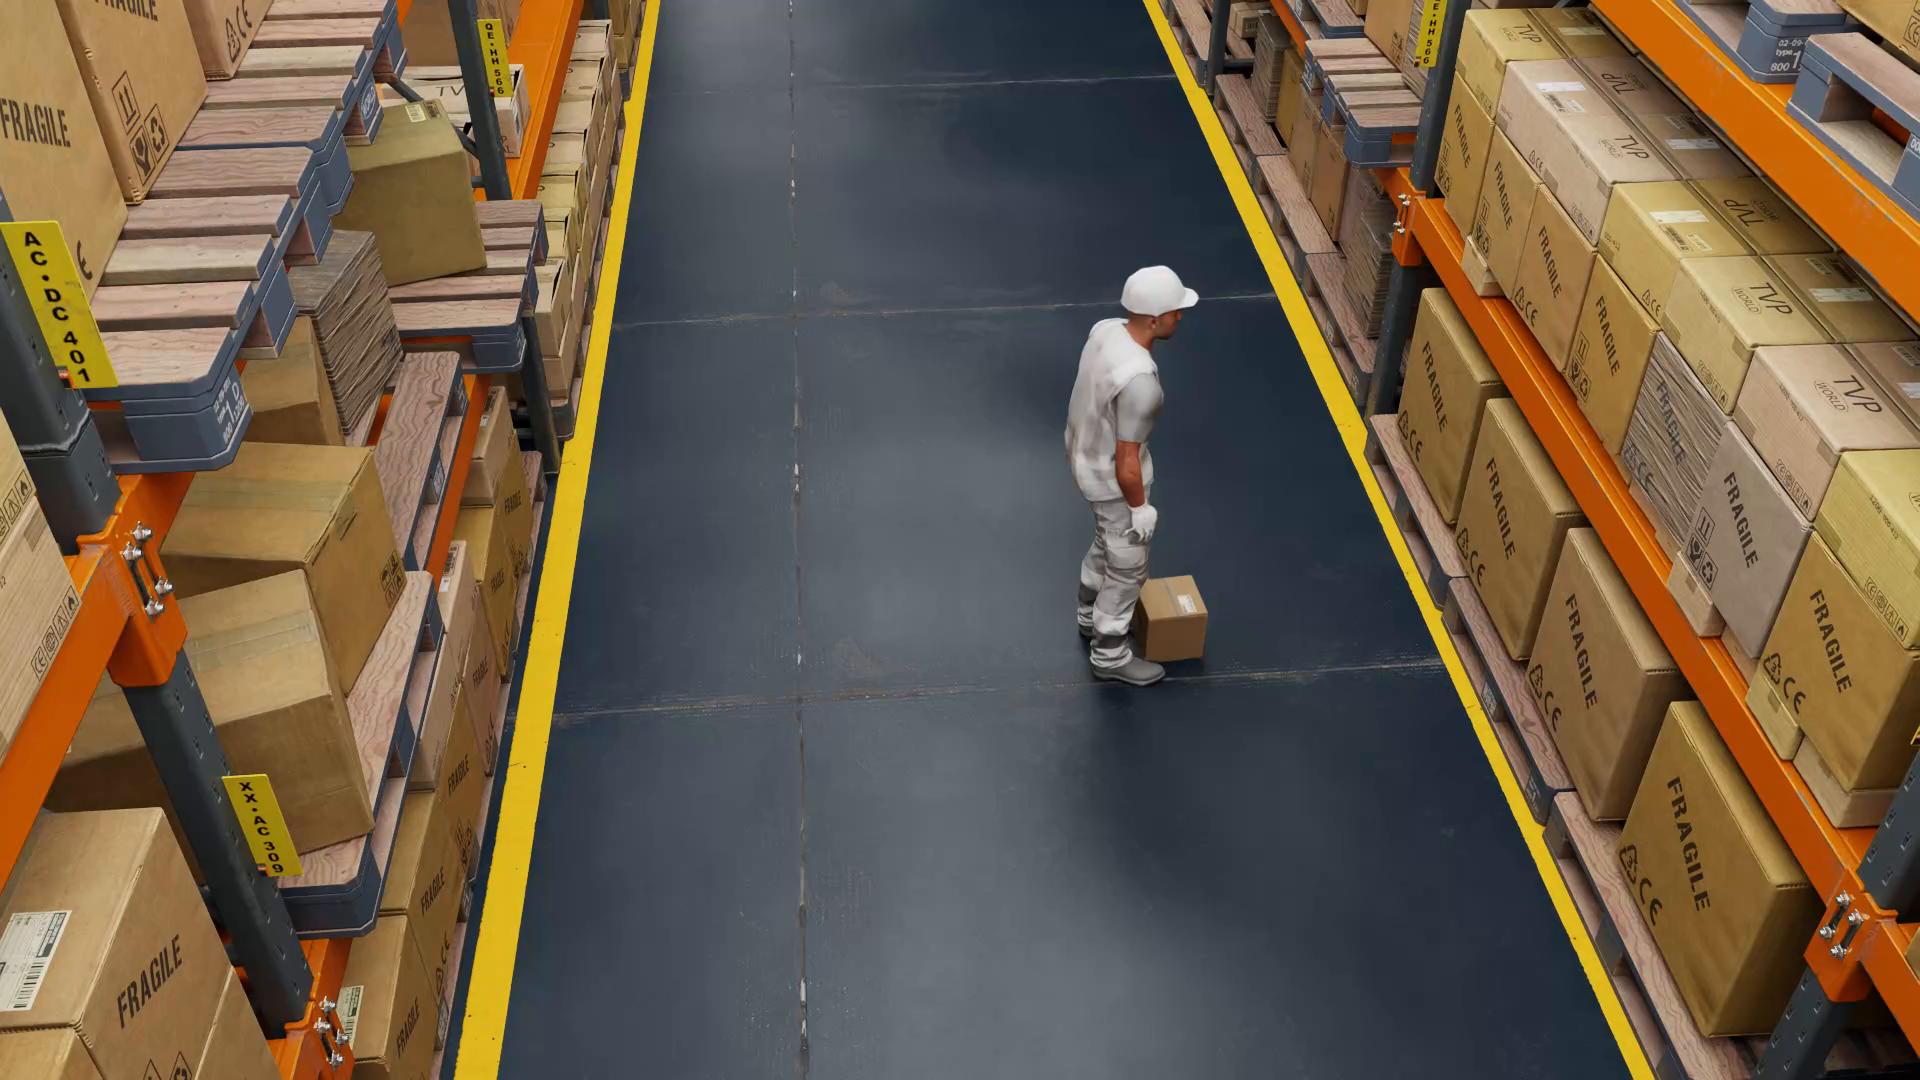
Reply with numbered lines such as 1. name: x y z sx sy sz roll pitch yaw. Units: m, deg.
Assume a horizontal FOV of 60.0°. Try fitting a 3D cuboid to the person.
1. person: 0.641 -0.252 6.458 0.454 1.777 0.606 -5 39 -6
